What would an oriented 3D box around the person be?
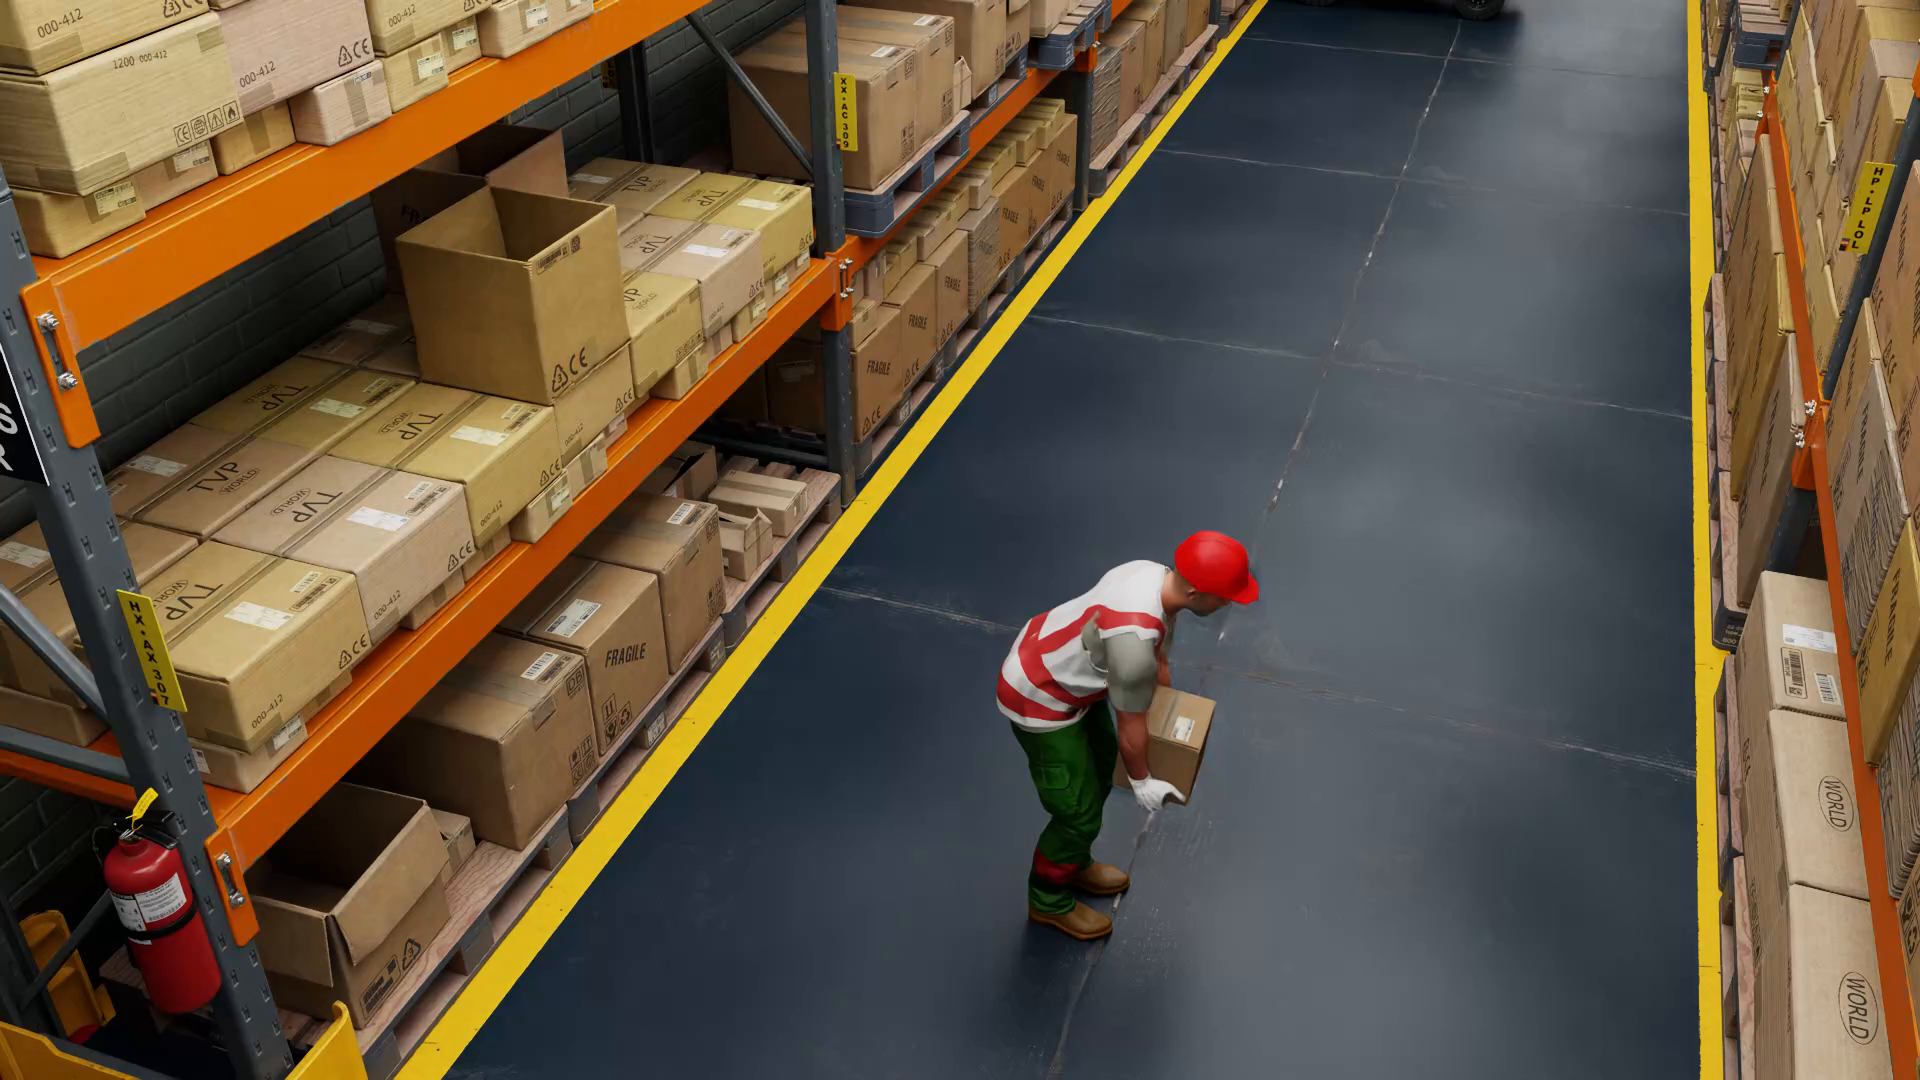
[{"bbox_3d":[0.512,0.611,5.362,0.782,1.583,0.487,10,34,15],"label":"person"}]
